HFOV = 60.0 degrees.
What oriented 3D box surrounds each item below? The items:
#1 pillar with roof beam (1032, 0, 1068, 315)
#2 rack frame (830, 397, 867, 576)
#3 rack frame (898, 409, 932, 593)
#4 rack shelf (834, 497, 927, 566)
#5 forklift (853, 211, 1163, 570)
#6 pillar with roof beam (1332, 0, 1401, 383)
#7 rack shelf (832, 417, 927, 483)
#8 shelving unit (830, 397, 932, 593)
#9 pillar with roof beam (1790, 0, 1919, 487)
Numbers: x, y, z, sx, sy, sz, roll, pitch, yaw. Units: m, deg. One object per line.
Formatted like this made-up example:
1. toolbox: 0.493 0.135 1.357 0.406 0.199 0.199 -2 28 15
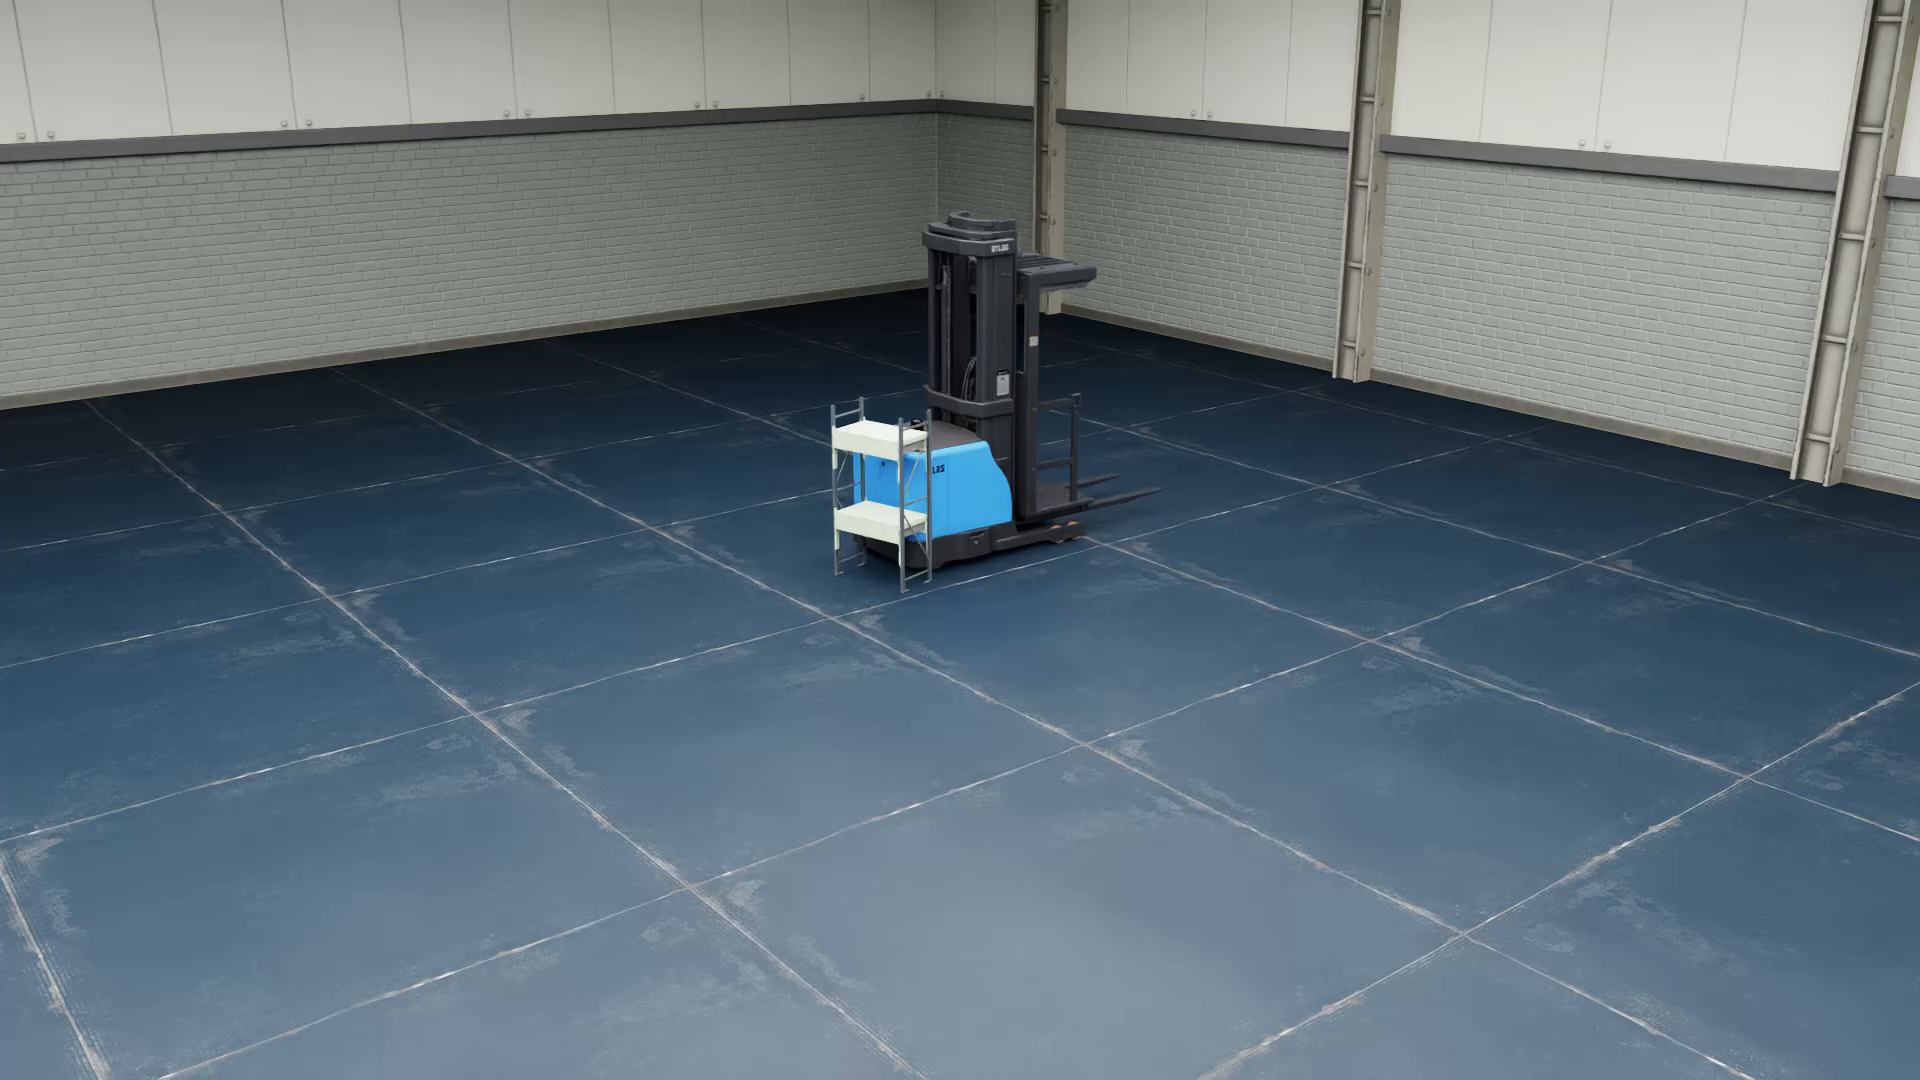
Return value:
1. pillar with roof beam: -2.017 -7.007 22.096 9.100 9.000 0.400 -14 23 -36
2. rack frame: -0.951 -0.456 14.243 0.023 1.500 0.400 13 23 35
3. rack frame: -0.368 -0.317 13.821 0.023 1.500 0.400 13 23 35
4. rack shelf: -0.660 -0.077 14.134 0.720 0.370 0.431 13 23 35
5. forklift: 0.531 -1.480 15.058 3.031 2.935 1.130 -13 22 -34
6. pillar with roof beam: 1.708 -5.529 17.631 9.100 9.000 0.400 -14 23 -36
7. rack shelf: -0.660 -0.757 13.909 0.720 0.370 0.431 13 23 35
8. shelving unit: -0.660 -0.387 14.032 0.755 1.500 0.431 13 23 35
9. pillar with roof beam: 5.434 -4.050 13.166 9.100 9.000 0.400 -14 23 -36
